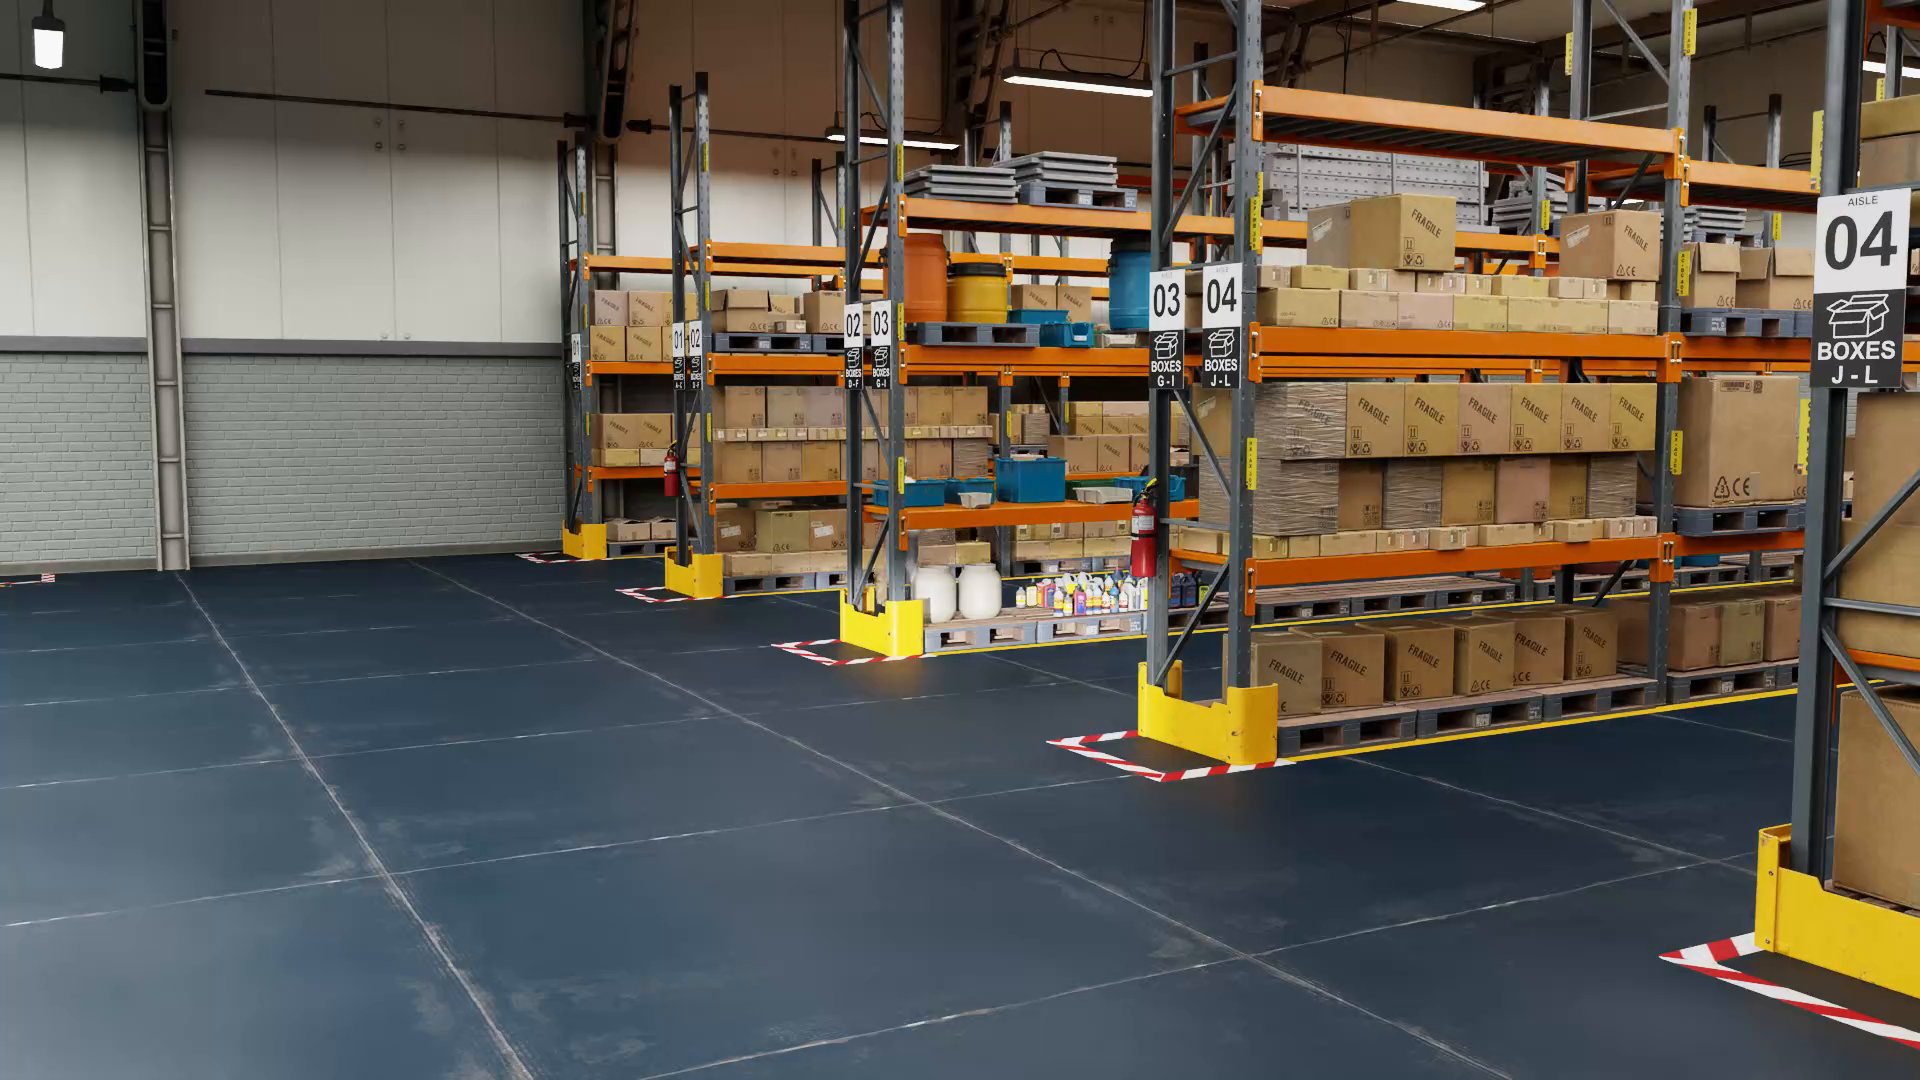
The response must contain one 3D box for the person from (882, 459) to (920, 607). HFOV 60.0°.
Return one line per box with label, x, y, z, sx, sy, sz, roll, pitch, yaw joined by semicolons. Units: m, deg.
person;-0.644;-0.083;18.446;0.513;1.656;0.396;-3;6;-31
